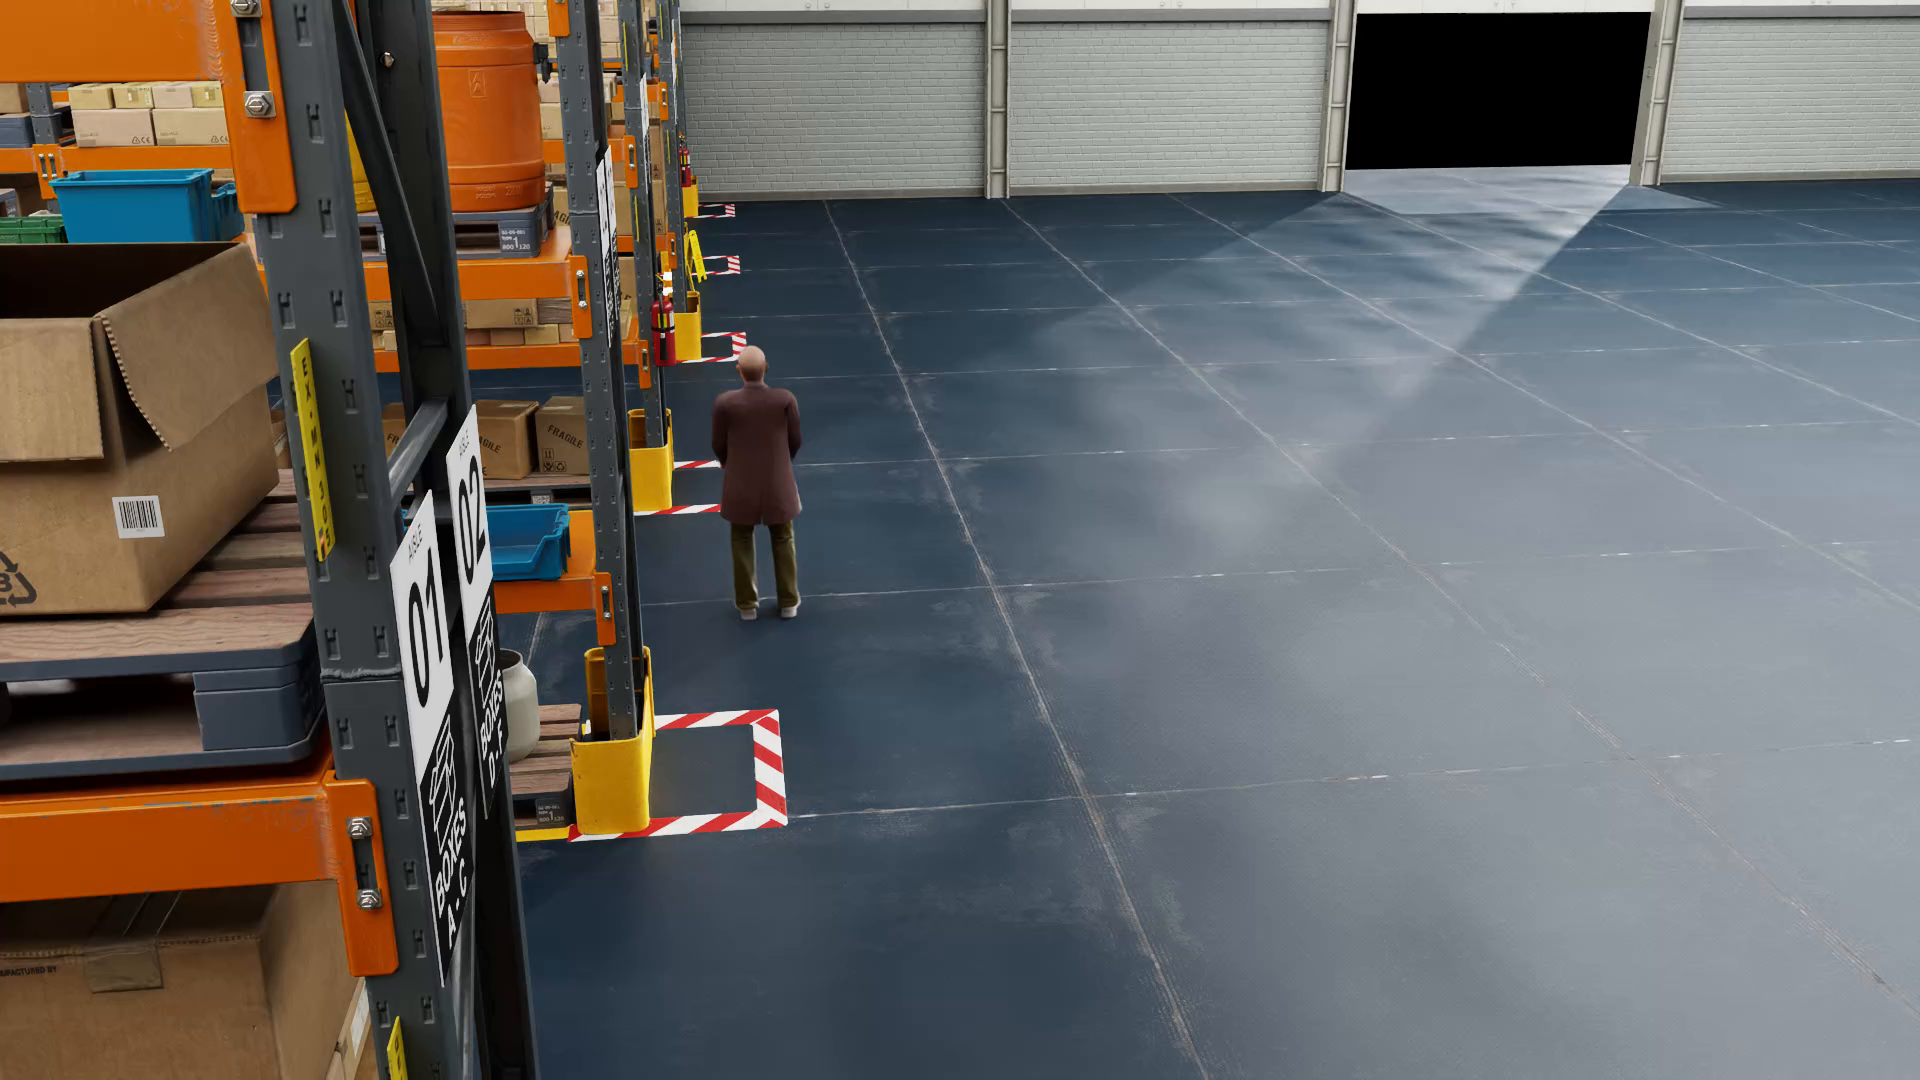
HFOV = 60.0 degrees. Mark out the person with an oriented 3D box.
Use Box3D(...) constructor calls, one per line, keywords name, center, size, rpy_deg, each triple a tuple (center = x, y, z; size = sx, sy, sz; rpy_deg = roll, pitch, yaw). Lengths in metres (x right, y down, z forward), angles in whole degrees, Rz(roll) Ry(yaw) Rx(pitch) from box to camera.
Box3D(name="person", center=(-1.289, -0.380, 10.643), size=(0.572, 1.782, 0.479), rpy_deg=(-3, 20, -9))
